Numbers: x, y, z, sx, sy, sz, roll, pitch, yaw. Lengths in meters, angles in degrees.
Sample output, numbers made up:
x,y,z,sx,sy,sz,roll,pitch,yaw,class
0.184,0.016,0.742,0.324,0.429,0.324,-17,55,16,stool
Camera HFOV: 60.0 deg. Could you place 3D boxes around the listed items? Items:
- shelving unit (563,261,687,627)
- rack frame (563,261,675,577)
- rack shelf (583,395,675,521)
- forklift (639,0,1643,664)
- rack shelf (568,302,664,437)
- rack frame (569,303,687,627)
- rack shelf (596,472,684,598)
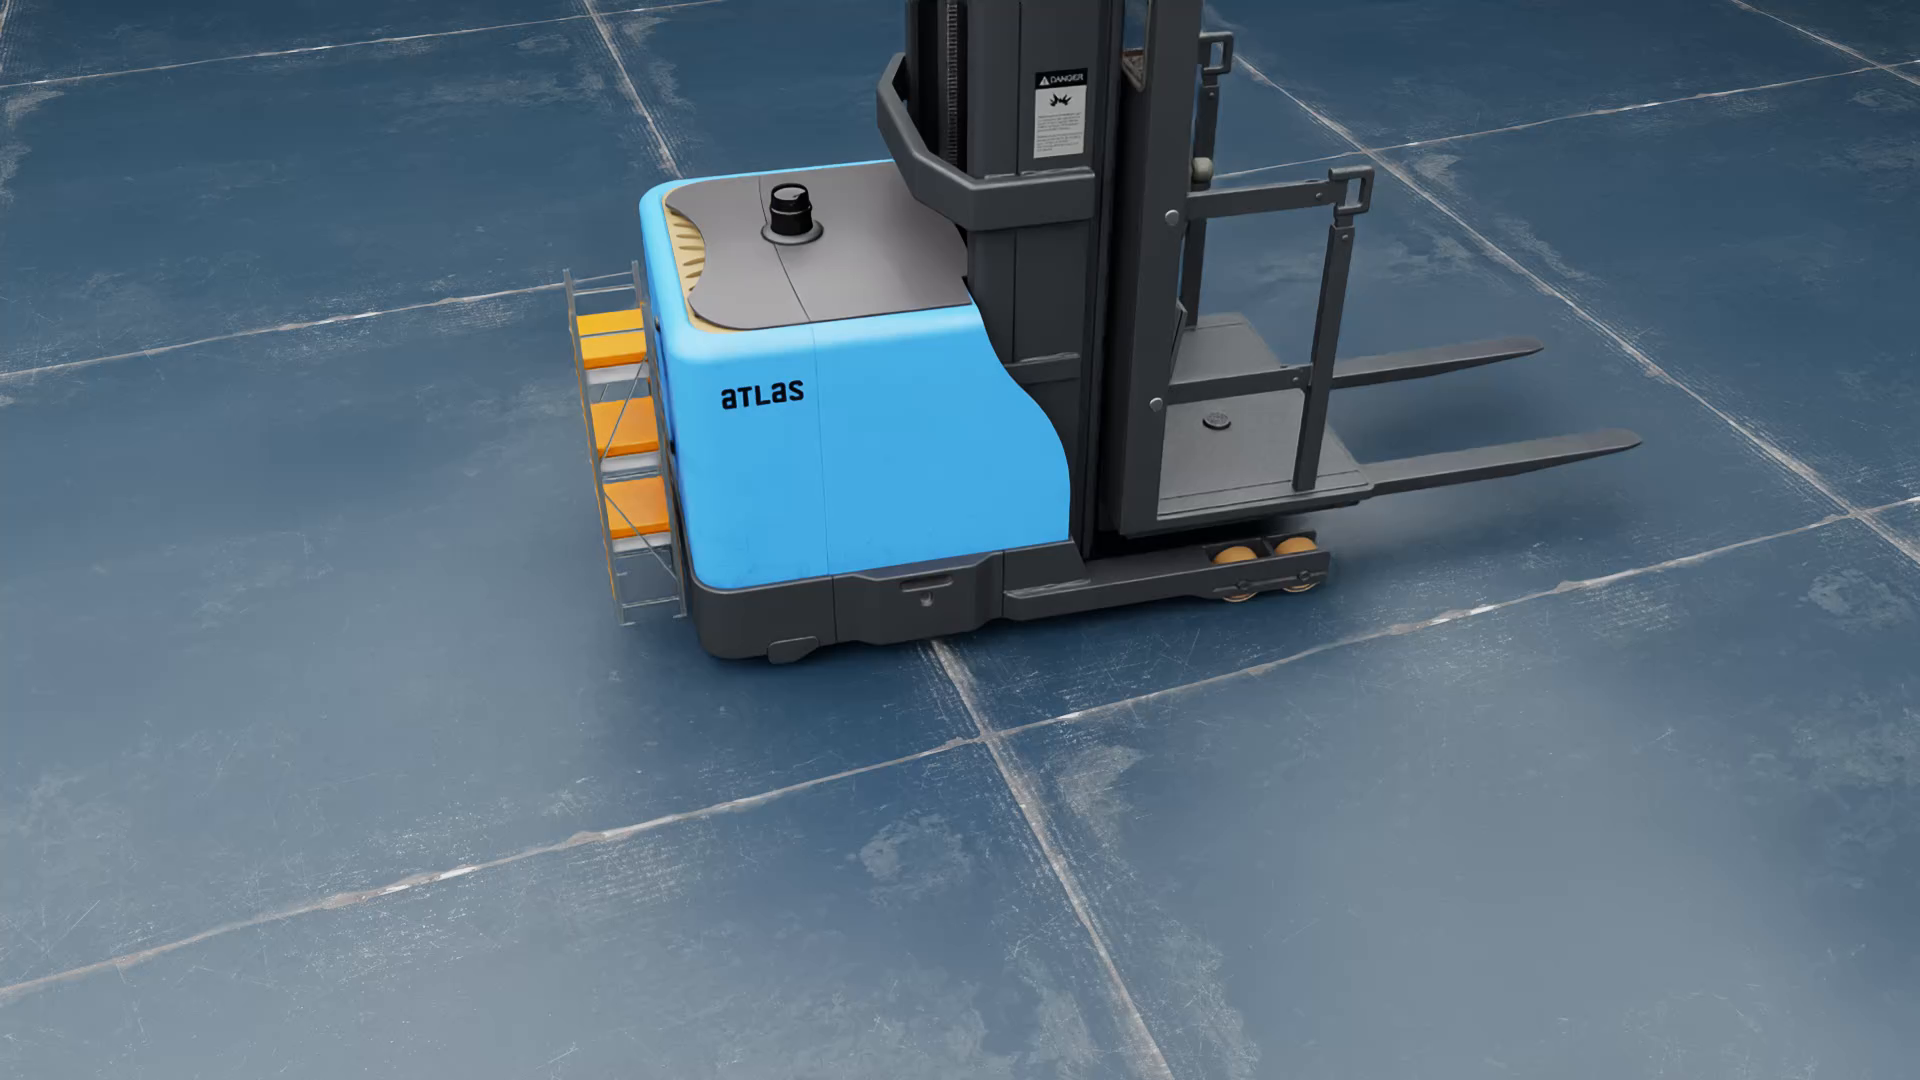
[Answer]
x,y,z,sx,sy,sz,roll,pitch,yaw,class
-0.940,-0.250,4.709,0.215,1.050,0.252,-9,38,-12,shelving unit
-0.970,-0.321,4.804,0.200,1.050,0.008,-9,38,-12,rack frame
-0.940,-0.242,4.716,0.215,0.259,0.240,-9,38,-12,rack shelf
0.628,-1.286,4.521,3.031,2.935,1.130,-8,38,-11,forklift
-0.940,-0.468,4.545,0.215,0.259,0.240,-9,38,-12,rack shelf
-0.909,-0.179,4.615,0.200,1.050,0.008,-9,38,-12,rack frame
-0.940,-0.020,4.883,0.215,0.259,0.240,-9,38,-12,rack shelf
